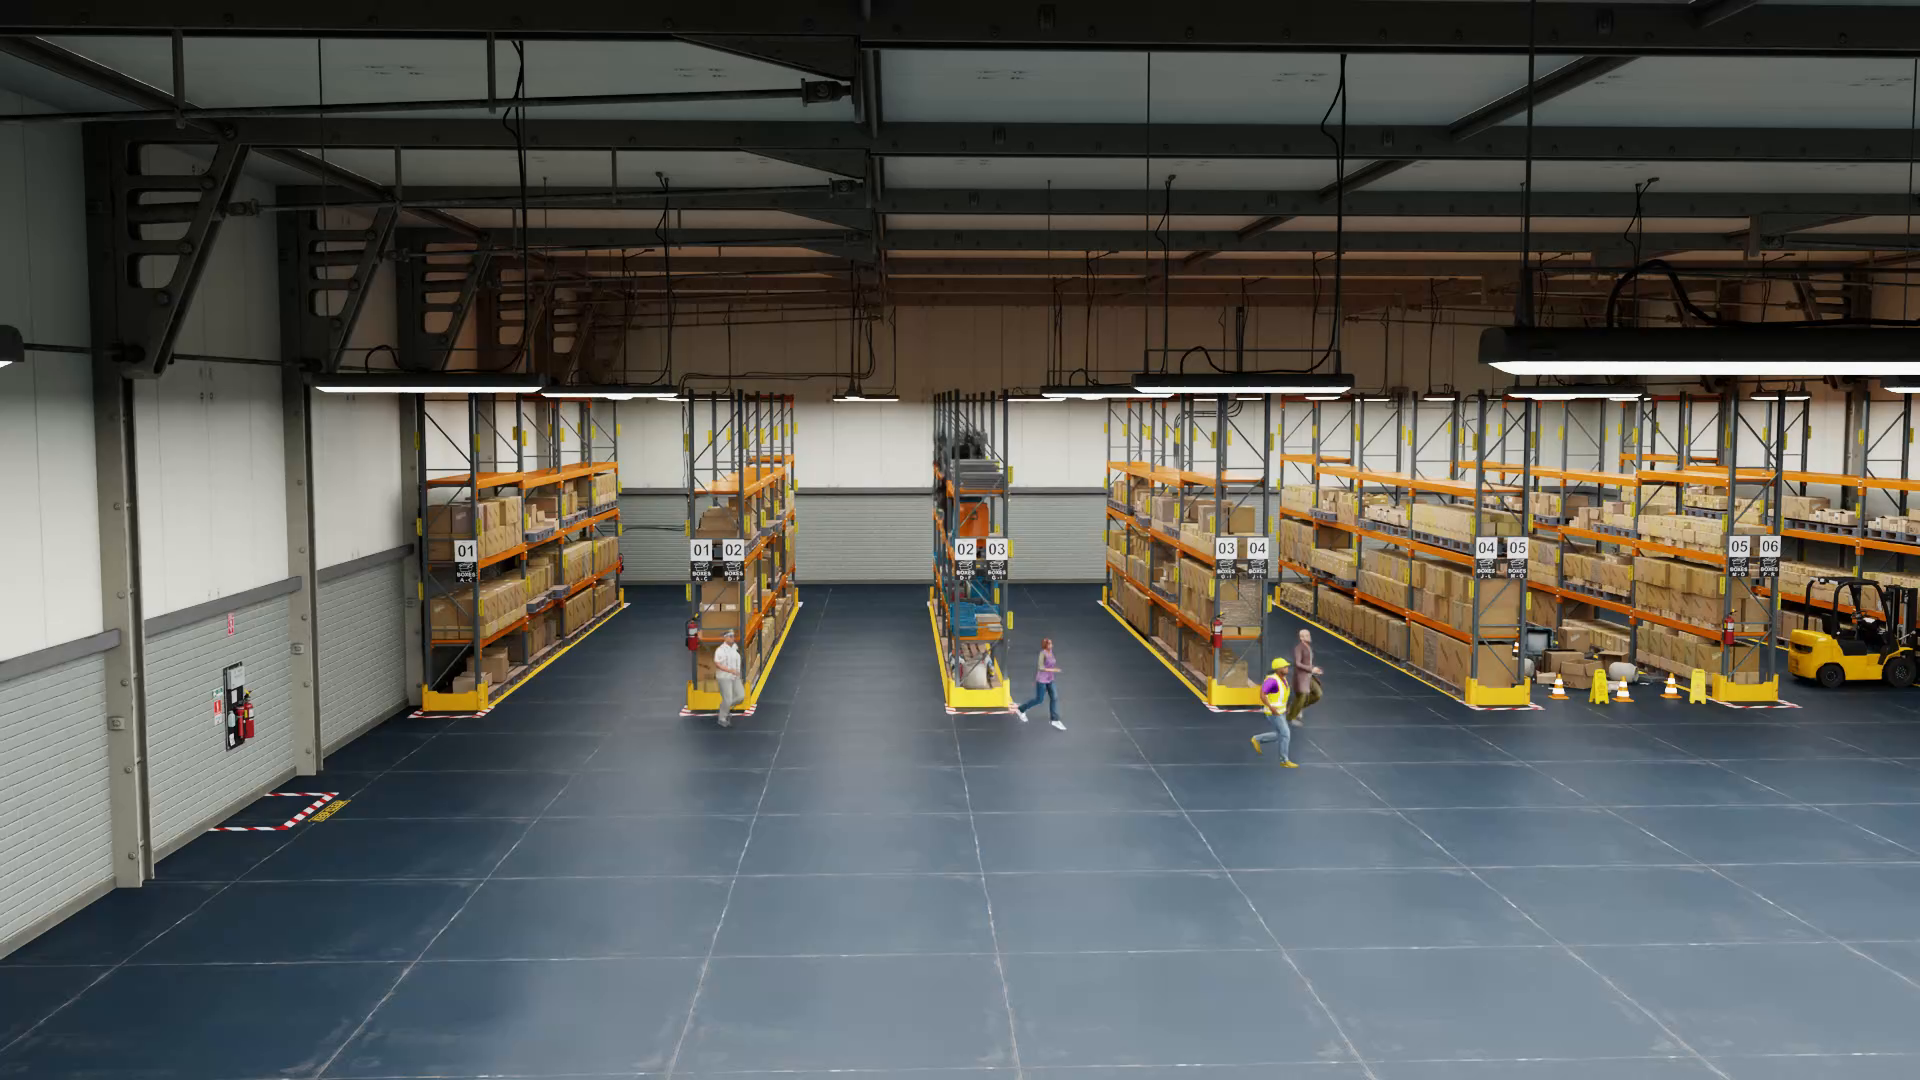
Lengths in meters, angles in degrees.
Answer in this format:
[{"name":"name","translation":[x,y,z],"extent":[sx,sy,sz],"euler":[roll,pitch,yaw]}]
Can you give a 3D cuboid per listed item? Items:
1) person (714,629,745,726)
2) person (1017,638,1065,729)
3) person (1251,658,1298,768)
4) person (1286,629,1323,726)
[{"name":"person","translation":[-4.069,2.438,29.615],"extent":[0.608,1.745,0.699],"euler":[3,6,32]},{"name":"person","translation":[1.459,2.528,29.494],"extent":[0.885,1.594,0.552],"euler":[3,5,29]},{"name":"person","translation":[4.961,2.724,26.311],"extent":[0.788,1.739,0.725],"euler":[3,5,30]},{"name":"person","translation":[6.147,2.447,29.567],"extent":[0.759,1.739,0.747],"euler":[4,6,39]}]
